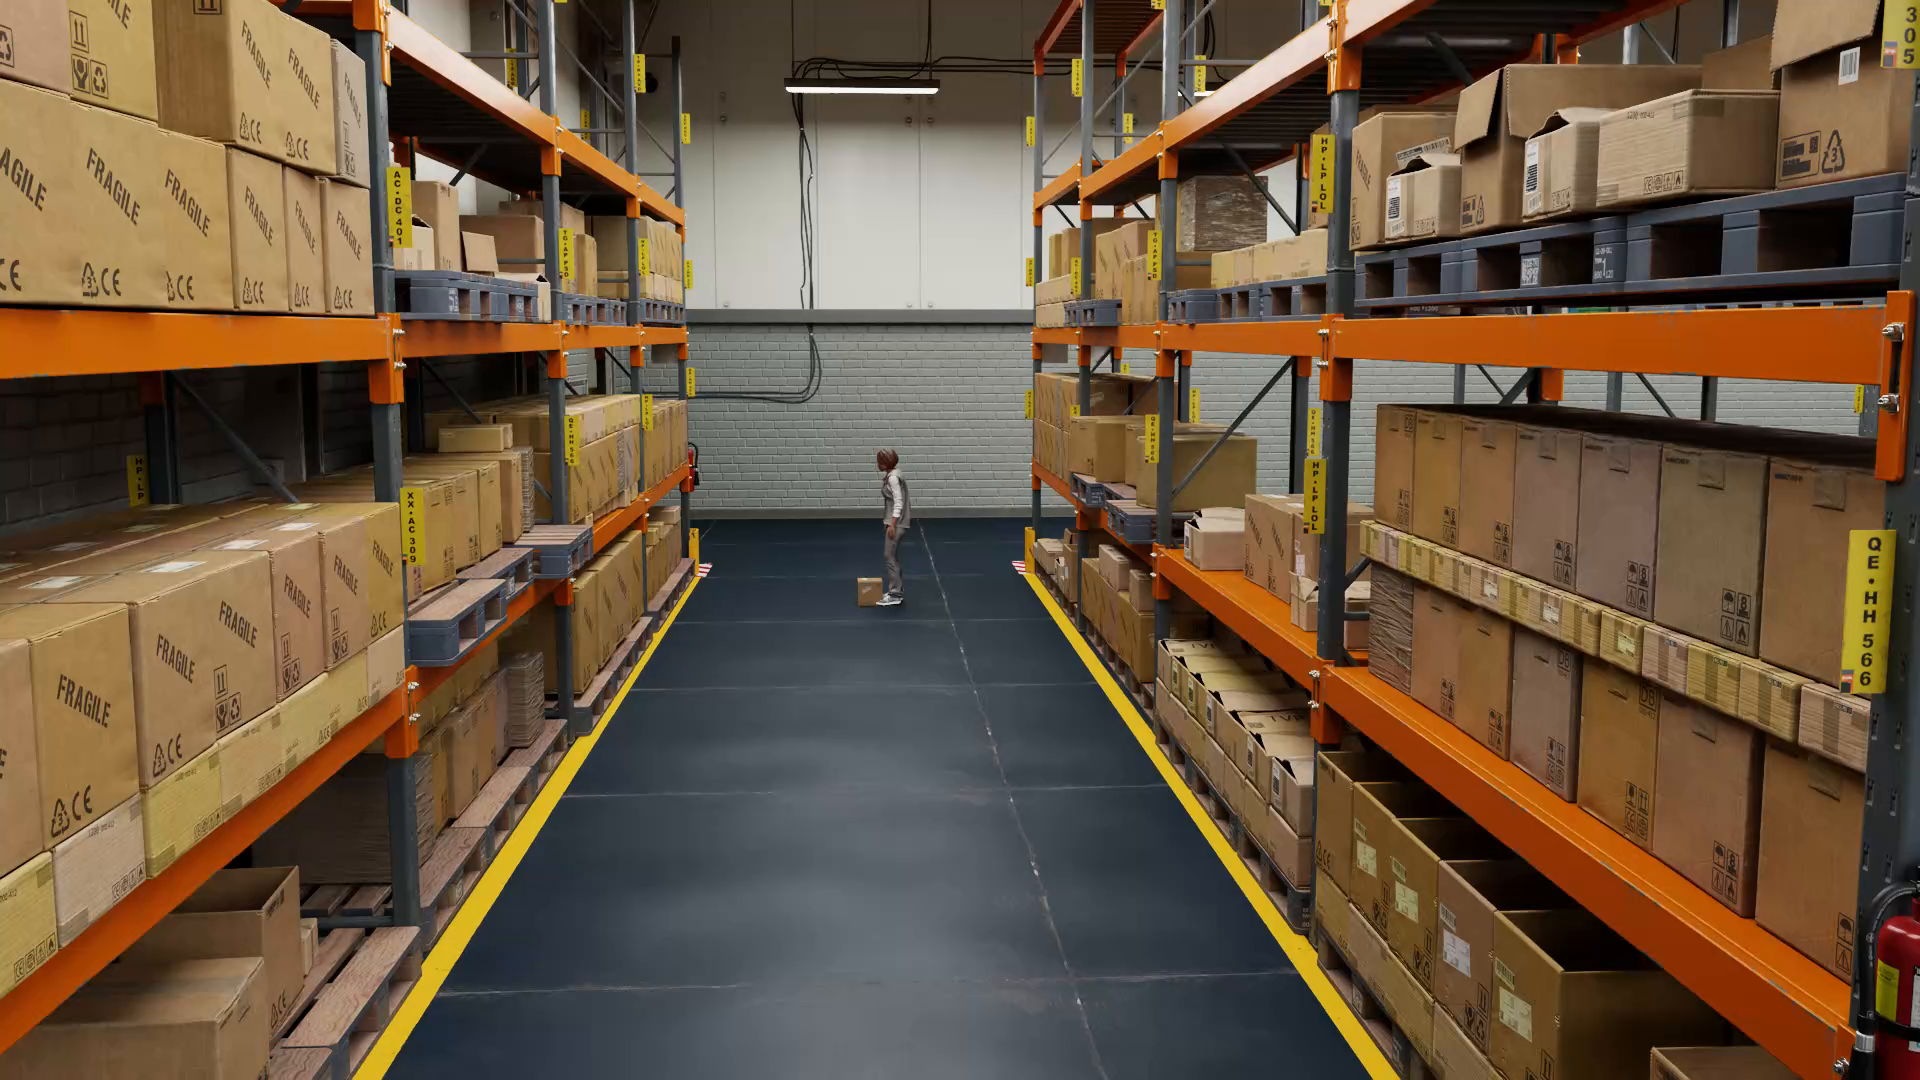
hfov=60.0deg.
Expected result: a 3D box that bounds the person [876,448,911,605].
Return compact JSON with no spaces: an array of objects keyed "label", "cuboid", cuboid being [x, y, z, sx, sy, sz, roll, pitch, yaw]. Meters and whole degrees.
[{"label":"person","cuboid":[-0.693,-0.140,16.928,0.372,1.594,0.485,-1,7,-7]}]
